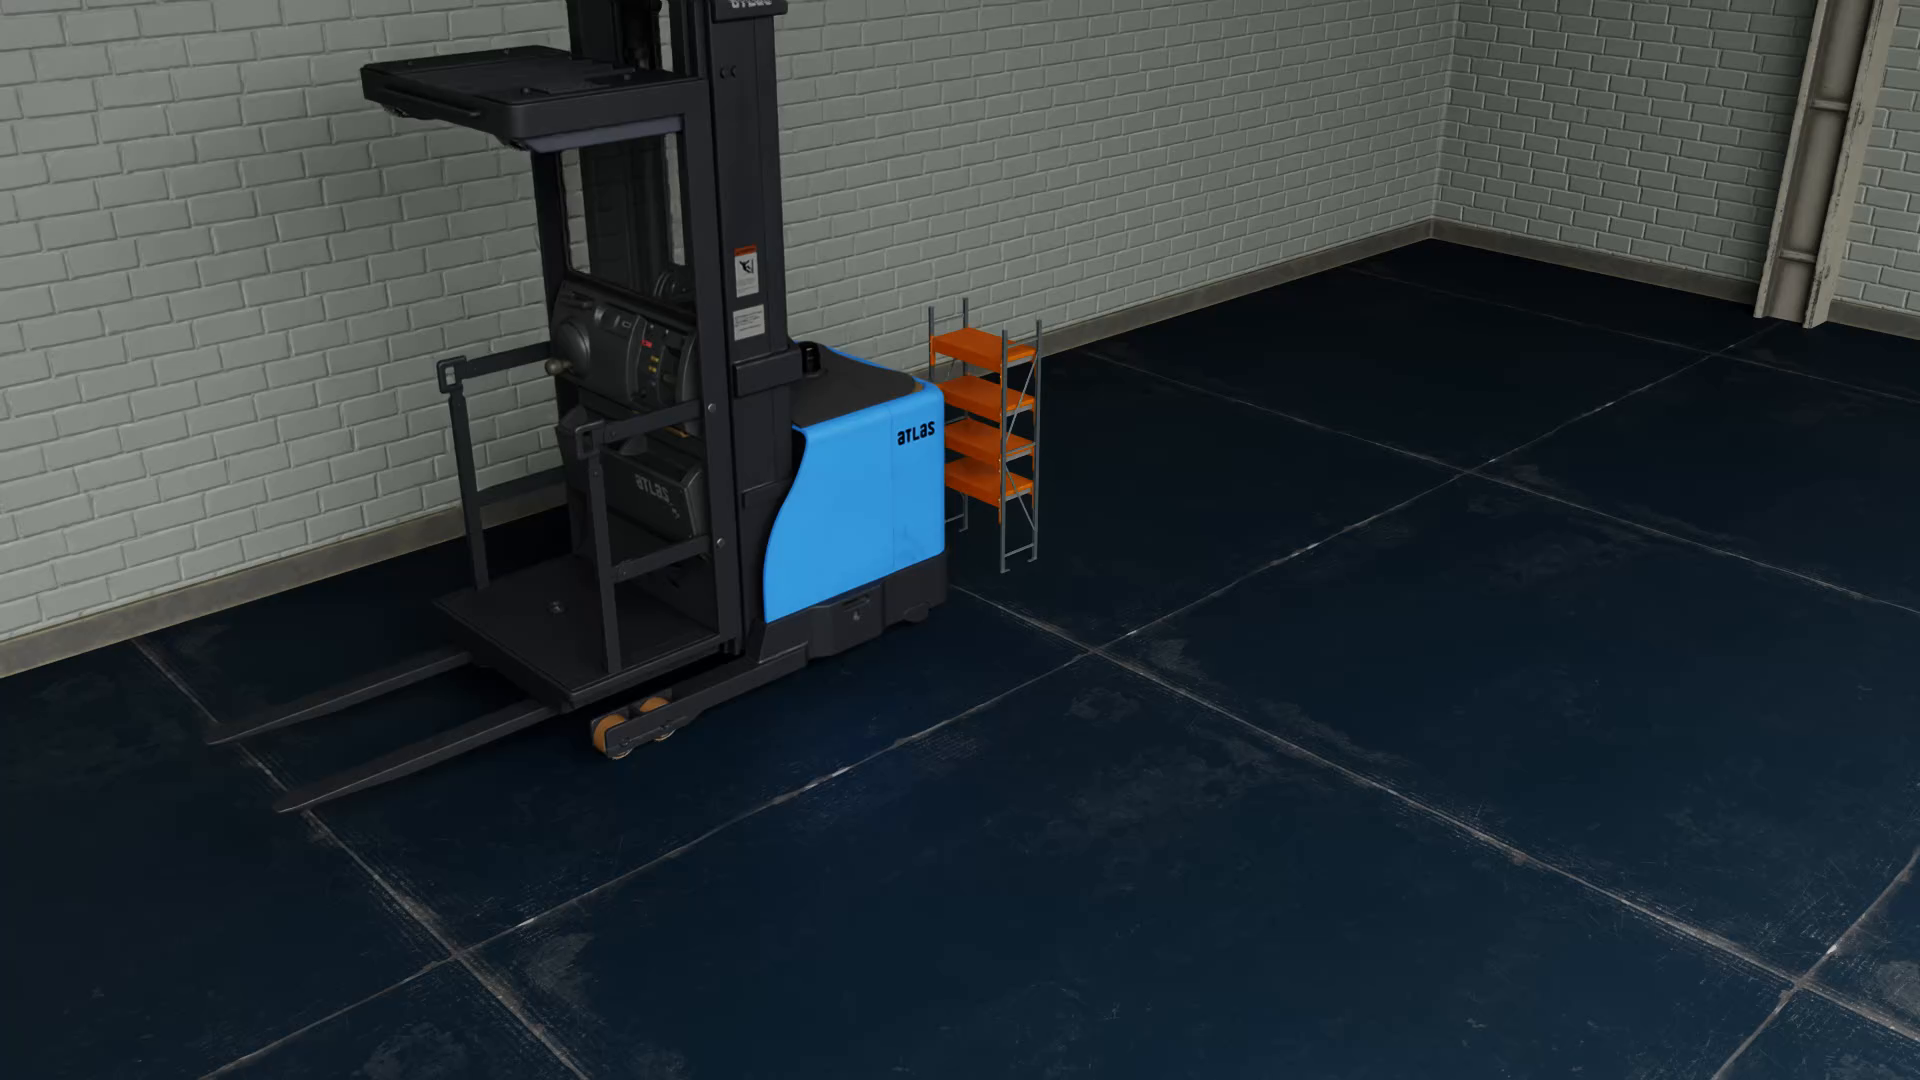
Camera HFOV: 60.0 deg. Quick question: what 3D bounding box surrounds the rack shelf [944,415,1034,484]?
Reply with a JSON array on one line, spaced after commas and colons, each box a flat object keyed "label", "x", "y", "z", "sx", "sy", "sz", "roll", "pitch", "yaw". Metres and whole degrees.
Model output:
[{"label": "rack shelf", "x": 0.113, "y": -0.435, "z": 7.919, "sx": 0.258, "sy": 0.148, "sz": 0.480, "roll": -21, "pitch": 32, "yaw": -38}]

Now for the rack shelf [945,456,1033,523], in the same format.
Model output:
[{"label": "rack shelf", "x": 0.113, "y": -0.254, "z": 8.001, "sx": 0.258, "sy": 0.148, "sz": 0.480, "roll": -21, "pitch": 32, "yaw": -38}]

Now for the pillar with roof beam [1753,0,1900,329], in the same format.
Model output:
[{"label": "pillar with roof beam", "x": 2.680, "y": -4.429, "z": 7.117, "sx": 9.100, "sy": 9.000, "sz": 0.400, "roll": -21, "pitch": 32, "yaw": -38}]

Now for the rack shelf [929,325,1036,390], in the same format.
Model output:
[{"label": "rack shelf", "x": 0.113, "y": -0.853, "z": 7.728, "sx": 0.258, "sy": 0.148, "sz": 0.480, "roll": -21, "pitch": 32, "yaw": -38}]

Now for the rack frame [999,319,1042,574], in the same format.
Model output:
[{"label": "rack frame", "x": 0.280, "y": -0.422, "z": 7.729, "sx": 0.240, "sy": 1.200, "sz": 0.015, "roll": -21, "pitch": 32, "yaw": -38}]

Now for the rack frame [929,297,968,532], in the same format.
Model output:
[{"label": "rack frame", "x": -0.054, "y": -0.570, "z": 8.053, "sx": 0.240, "sy": 1.200, "sz": 0.015, "roll": -21, "pitch": 32, "yaw": -38}]

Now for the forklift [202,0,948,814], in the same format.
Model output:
[{"label": "forklift", "x": -1.465, "y": -0.734, "z": 6.328, "sx": 3.031, "sy": 2.935, "sz": 1.130, "roll": -22, "pitch": 32, "yaw": -39}]

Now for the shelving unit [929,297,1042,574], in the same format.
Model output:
[{"label": "shelving unit", "x": 0.113, "y": -0.496, "z": 7.891, "sx": 0.258, "sy": 1.200, "sz": 0.503, "roll": -21, "pitch": 32, "yaw": -38}]

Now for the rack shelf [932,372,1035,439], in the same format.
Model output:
[{"label": "rack shelf", "x": 0.113, "y": -0.638, "z": 7.826, "sx": 0.258, "sy": 0.148, "sz": 0.480, "roll": -21, "pitch": 32, "yaw": -38}]
